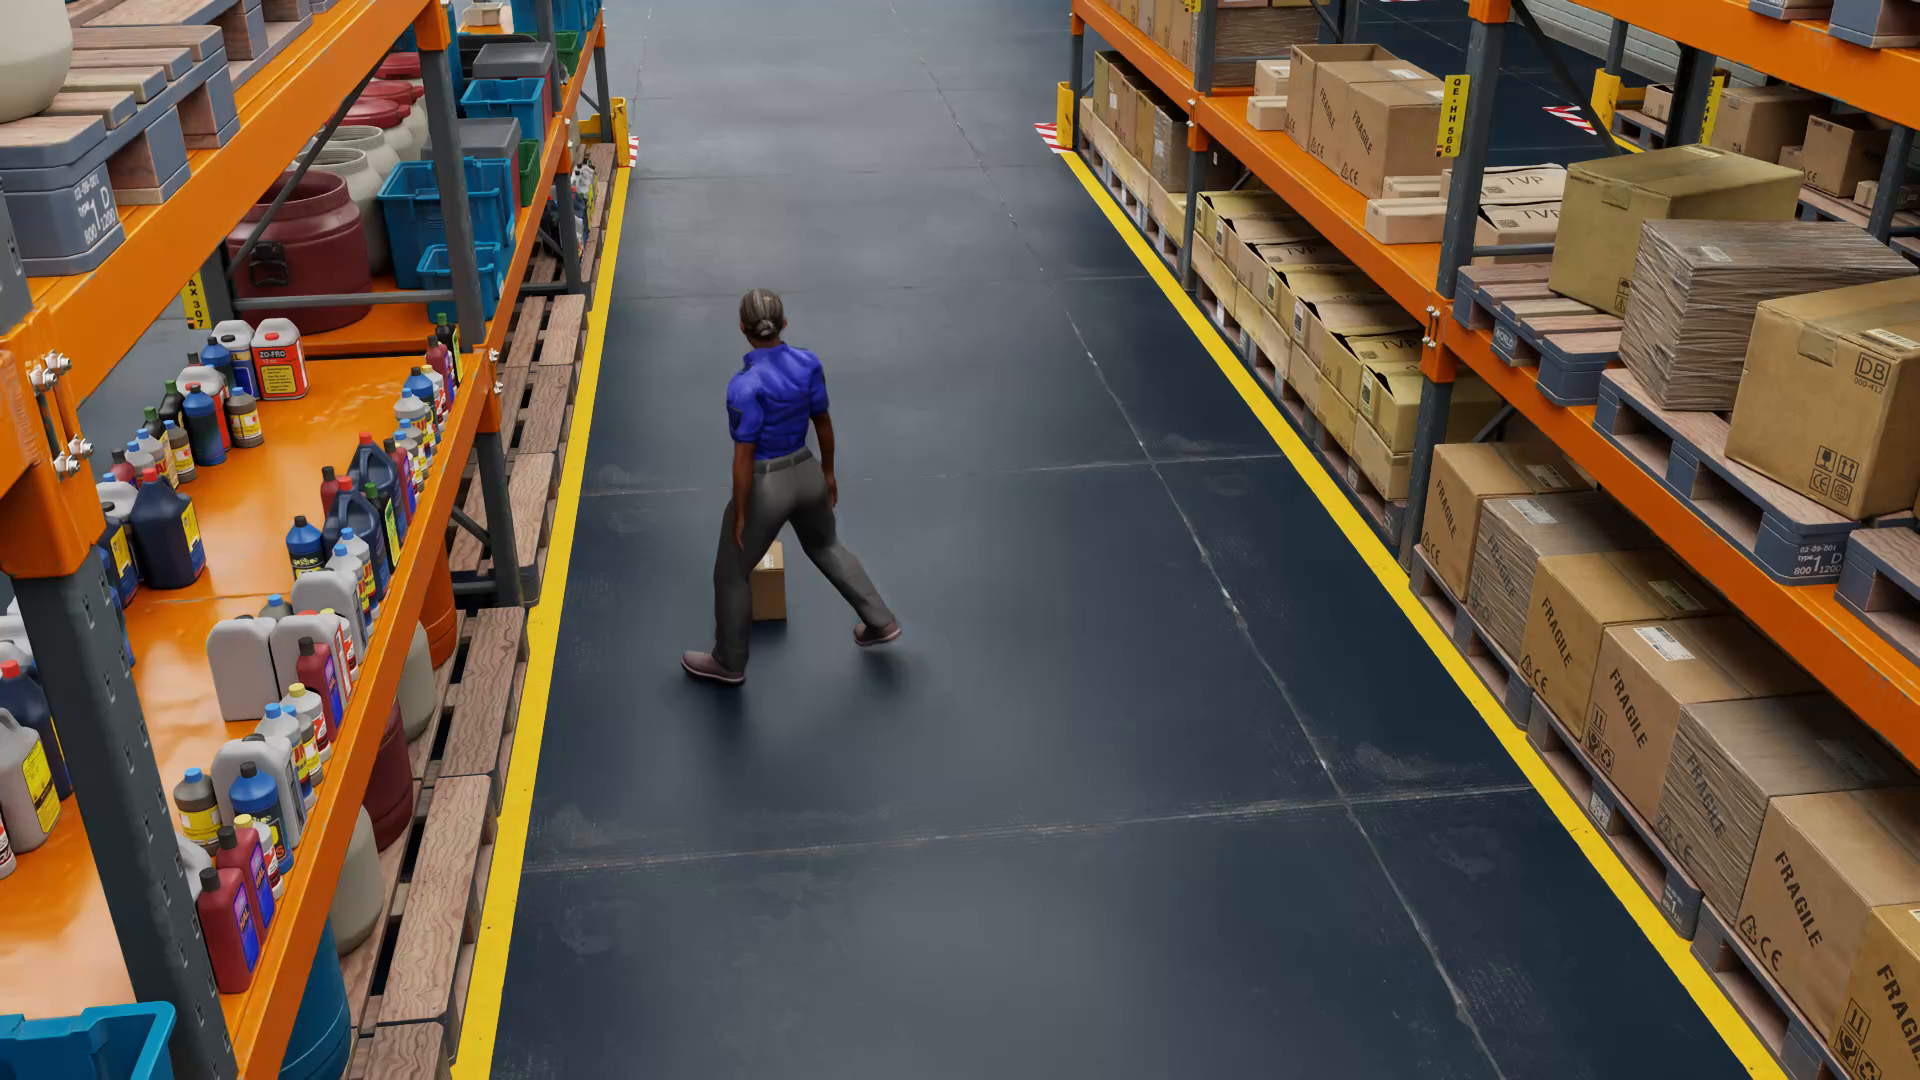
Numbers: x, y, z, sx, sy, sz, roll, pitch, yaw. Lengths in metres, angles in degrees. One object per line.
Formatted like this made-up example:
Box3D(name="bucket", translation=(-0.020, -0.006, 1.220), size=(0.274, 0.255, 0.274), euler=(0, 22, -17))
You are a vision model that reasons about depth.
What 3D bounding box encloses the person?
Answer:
Box3D(name="person", translation=(-0.684, -0.200, 6.527), size=(0.684, 1.617, 0.707), euler=(22, 35, 36))
